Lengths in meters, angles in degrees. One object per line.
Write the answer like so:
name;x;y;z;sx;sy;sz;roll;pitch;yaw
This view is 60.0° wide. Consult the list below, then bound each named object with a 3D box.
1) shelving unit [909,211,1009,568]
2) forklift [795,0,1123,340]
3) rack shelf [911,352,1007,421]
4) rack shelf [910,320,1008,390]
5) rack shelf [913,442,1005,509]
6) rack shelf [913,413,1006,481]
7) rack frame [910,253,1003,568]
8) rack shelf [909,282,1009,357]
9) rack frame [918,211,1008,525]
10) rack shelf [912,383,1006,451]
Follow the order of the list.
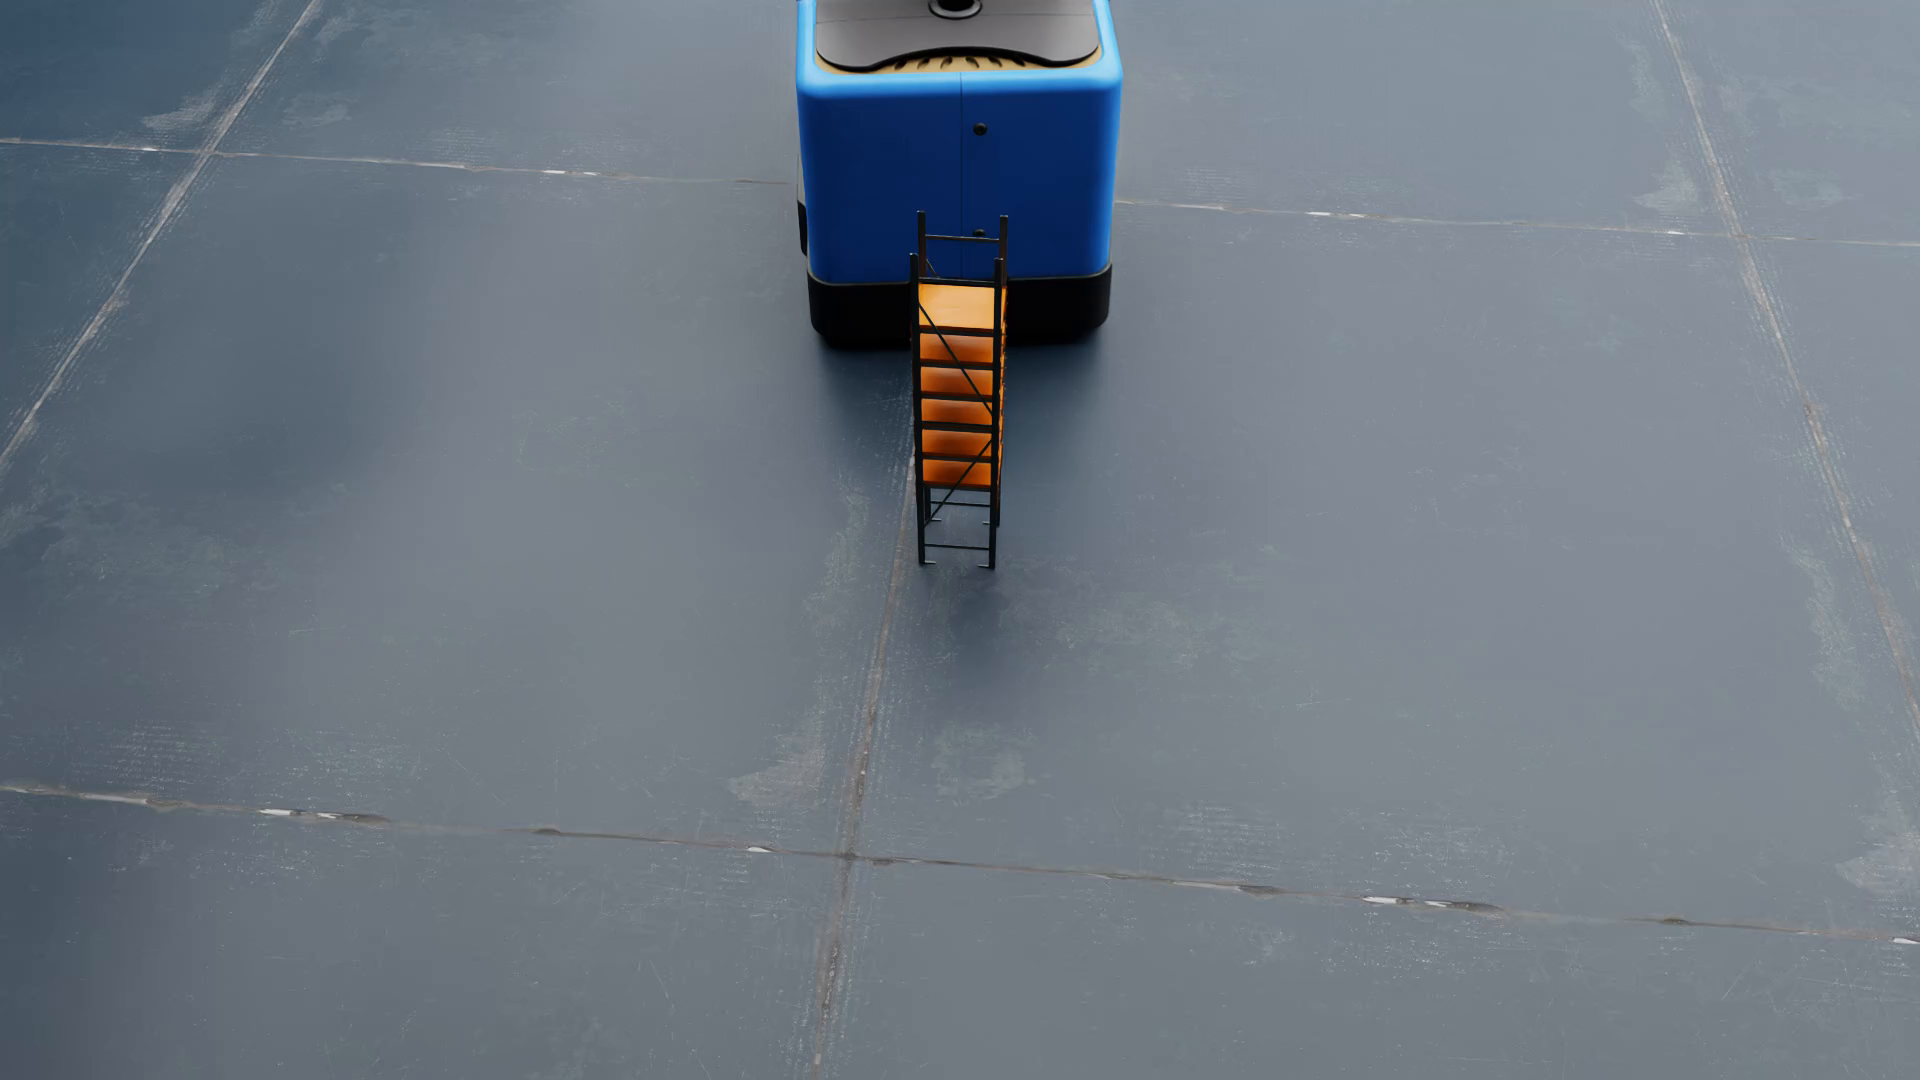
shelving unit;-0.001;-0.394;4.798;0.258;1.200;0.189;4;48;4
forklift;-0.072;-2.770;5.797;1.130;2.935;3.031;-2;48;-2
rack shelf;-0.001;-0.445;4.742;0.258;0.103;0.180;4;48;4
rack shelf;-0.001;-0.526;4.653;0.258;0.103;0.180;4;48;4
rack shelf;-0.001;-0.202;5.007;0.258;0.103;0.180;4;48;4
rack shelf;-0.001;-0.283;4.919;0.258;0.103;0.180;4;48;4
rack frame;-0.010;-0.327;4.736;0.240;1.200;0.006;4;48;4
rack shelf;-0.001;-0.607;4.565;0.258;0.103;0.180;4;48;4
rack frame;0.007;-0.462;4.859;0.240;1.200;0.006;4;48;4
rack shelf;-0.001;-0.364;4.830;0.258;0.103;0.180;4;48;4
